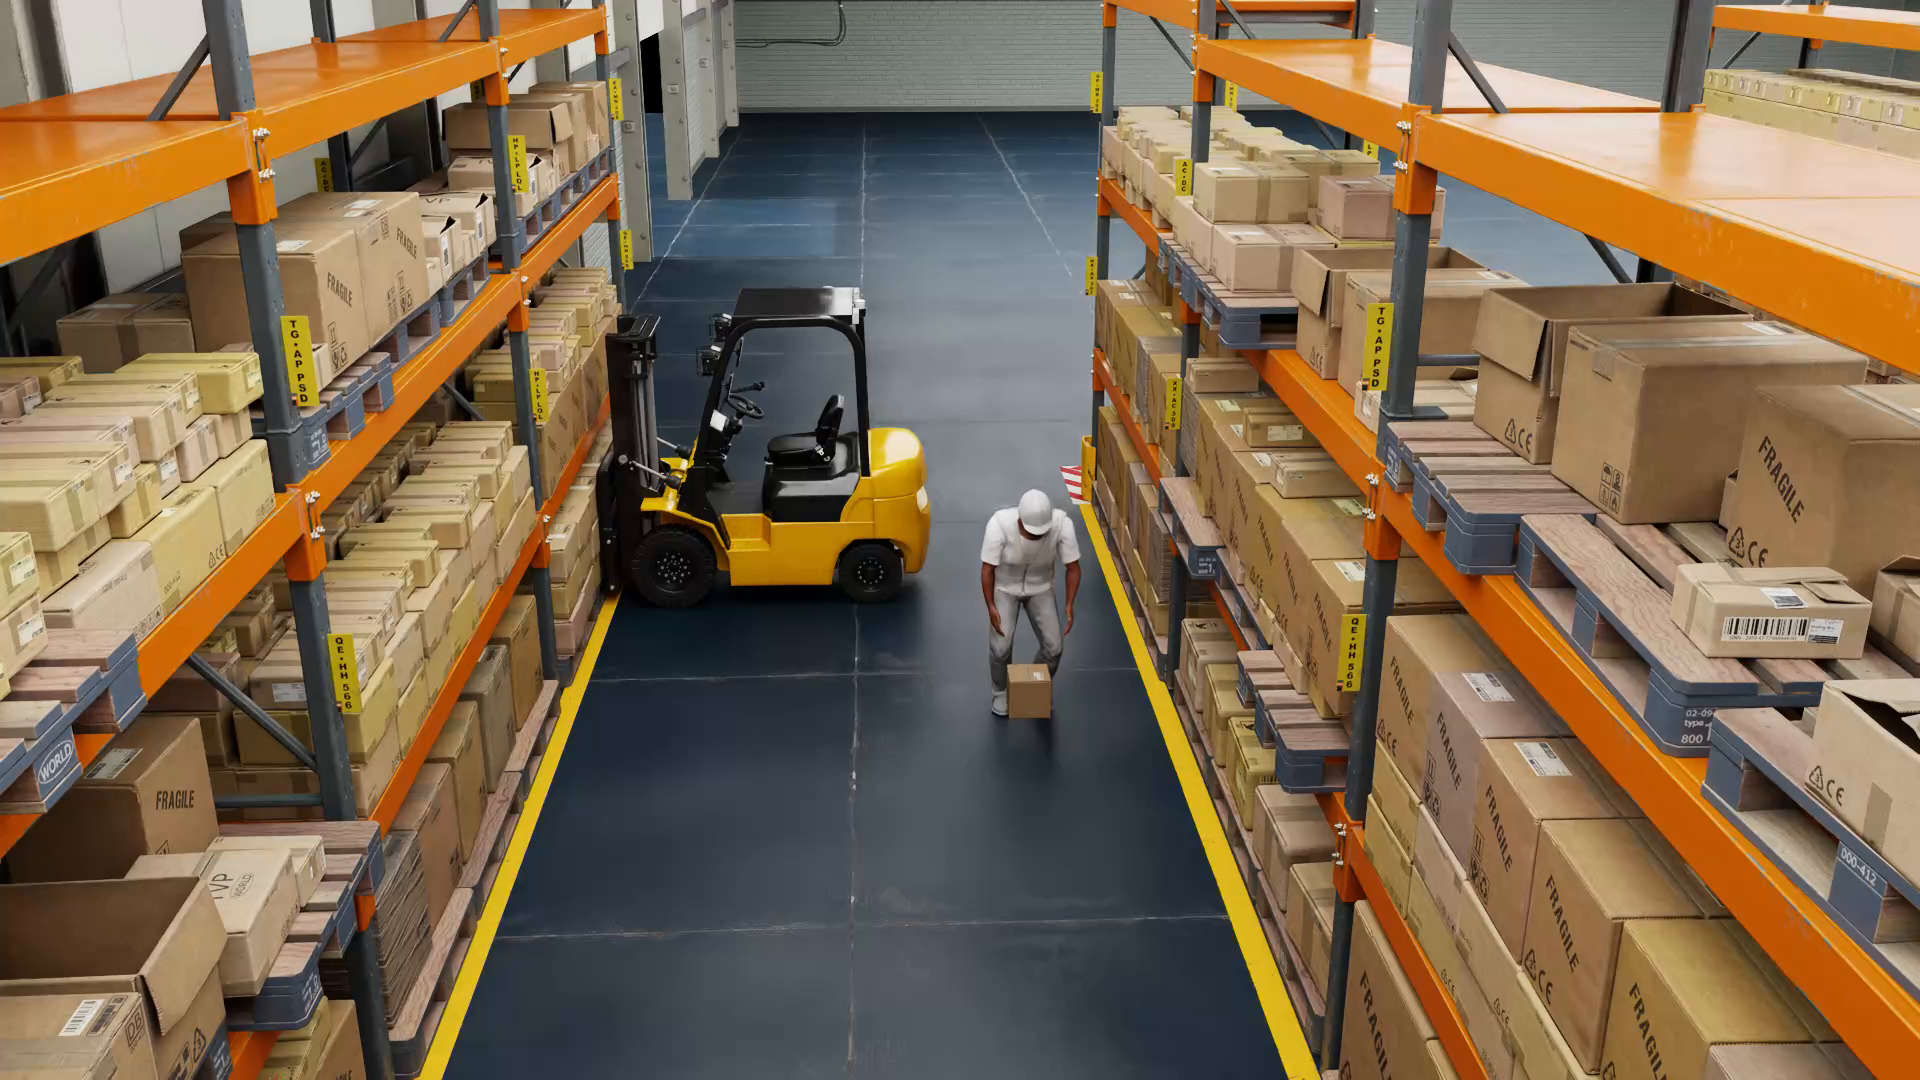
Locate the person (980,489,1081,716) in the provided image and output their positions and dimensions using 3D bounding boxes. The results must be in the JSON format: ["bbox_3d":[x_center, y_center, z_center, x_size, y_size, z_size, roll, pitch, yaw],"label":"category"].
[{"bbox_3d":[0.436,0.354,10.405,0.625,1.543,0.666,-1,20,-3],"label":"person"}]
